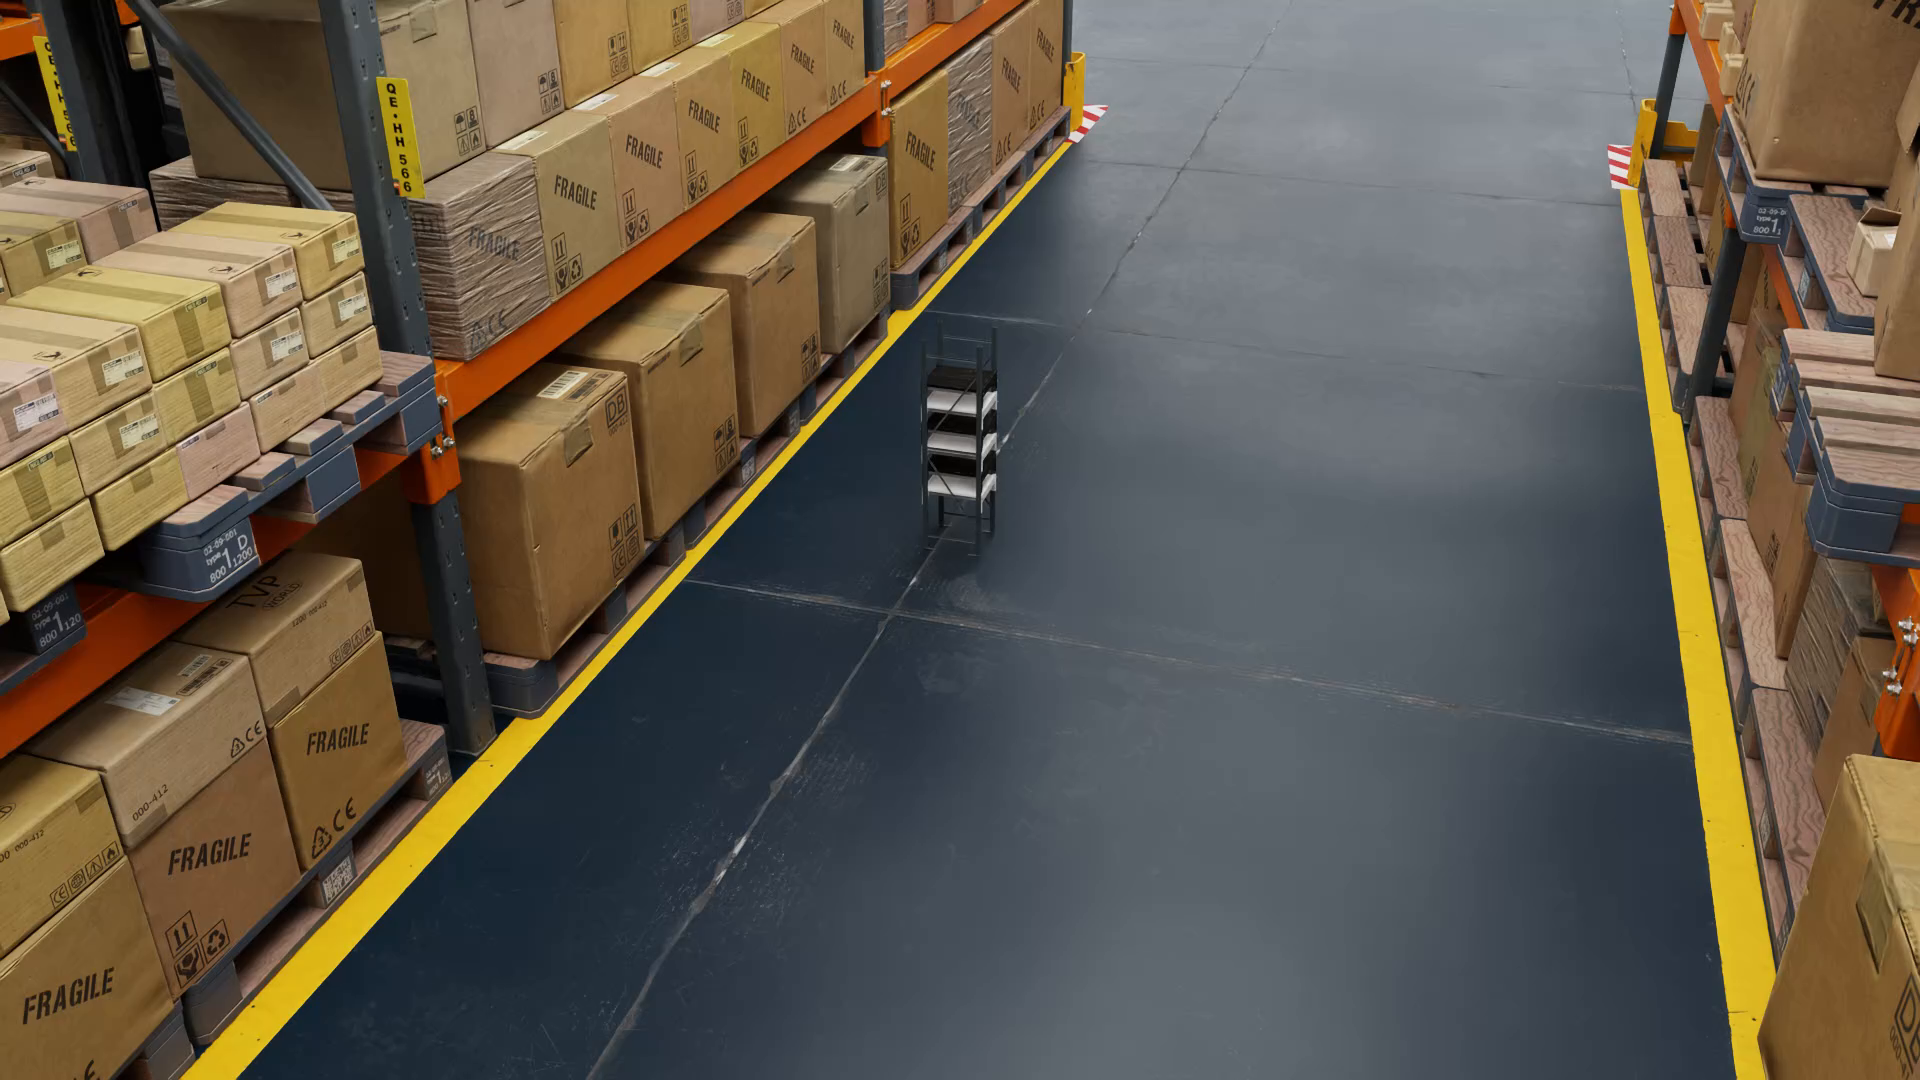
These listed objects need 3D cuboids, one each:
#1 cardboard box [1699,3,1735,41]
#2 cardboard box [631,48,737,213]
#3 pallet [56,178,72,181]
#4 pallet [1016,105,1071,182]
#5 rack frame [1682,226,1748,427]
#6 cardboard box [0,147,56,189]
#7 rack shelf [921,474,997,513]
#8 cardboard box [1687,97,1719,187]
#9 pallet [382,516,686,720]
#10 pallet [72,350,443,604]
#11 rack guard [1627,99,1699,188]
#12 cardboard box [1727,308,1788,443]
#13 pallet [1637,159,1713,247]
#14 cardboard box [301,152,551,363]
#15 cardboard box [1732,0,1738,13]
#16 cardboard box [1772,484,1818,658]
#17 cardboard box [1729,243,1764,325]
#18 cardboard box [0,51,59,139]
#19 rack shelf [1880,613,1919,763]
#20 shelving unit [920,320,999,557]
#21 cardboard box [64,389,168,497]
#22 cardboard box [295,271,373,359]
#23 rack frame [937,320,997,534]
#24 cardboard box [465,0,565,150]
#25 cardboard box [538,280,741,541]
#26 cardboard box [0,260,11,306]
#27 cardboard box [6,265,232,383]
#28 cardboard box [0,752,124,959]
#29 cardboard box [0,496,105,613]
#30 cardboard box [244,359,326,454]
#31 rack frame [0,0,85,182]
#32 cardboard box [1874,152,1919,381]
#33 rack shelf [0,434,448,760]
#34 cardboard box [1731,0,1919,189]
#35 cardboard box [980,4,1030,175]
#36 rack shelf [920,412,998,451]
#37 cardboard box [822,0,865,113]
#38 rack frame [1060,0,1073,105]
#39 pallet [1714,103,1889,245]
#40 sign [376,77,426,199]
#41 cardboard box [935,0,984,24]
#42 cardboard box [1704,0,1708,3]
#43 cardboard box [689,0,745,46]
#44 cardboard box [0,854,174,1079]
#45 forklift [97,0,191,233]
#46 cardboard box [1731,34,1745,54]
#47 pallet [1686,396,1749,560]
[{"bbox_3d":[4.174,-2.763,8.889,0.380,0.149,0.250,8,30,15],"label":"cardboard box"},{"bbox_3d":[-1.208,-1.607,6.450,0.500,0.500,0.500,8,30,14],"label":"cardboard box"},{"bbox_3d":[-5.465,-2.308,10.681,1.003,0.211,1.213,8,30,15],"label":"pallet"},{"bbox_3d":[0.147,-2.807,11.579,1.003,0.211,1.213,8,30,15],"label":"pallet"},{"bbox_3d":[3.845,-1.795,6.891,1.000,3.000,0.127,8,30,15],"label":"rack frame"},{"bbox_3d":[-5.780,-2.000,9.531,0.950,0.372,0.625,9,30,16],"label":"cardboard box"},{"bbox_3d":[-0.002,-0.203,6.628,0.258,0.077,0.200,8,30,15],"label":"rack shelf"},{"bbox_3d":[4.820,-2.457,10.221,0.500,0.500,0.500,14,32,24],"label":"cardboard box"},{"bbox_3d":[-1.738,0.172,6.224,1.003,0.211,1.213,8,30,15],"label":"pallet"},{"bbox_3d":[-2.148,-0.261,4.330,1.213,0.211,1.003,8,30,15],"label":"pallet"},{"bbox_3d":[4.997,-2.526,10.777,1.175,0.500,0.348,8,30,15],"label":"rack guard"},{"bbox_3d":[3.644,-0.613,6.885,0.700,0.500,0.500,6,30,11],"label":"cardboard box"},{"bbox_3d":[4.724,-2.028,10.178,1.003,0.211,1.213,8,30,15],"label":"pallet"},{"bbox_3d":[-1.651,-0.905,5.188,0.500,0.500,0.500,9,30,15],"label":"cardboard box"},{"bbox_3d":[4.453,-2.870,8.414,0.875,0.500,0.500,8,30,15],"label":"cardboard box"},{"bbox_3d":[3.159,0.126,5.557,0.700,0.500,0.500,11,31,19],"label":"cardboard box"},{"bbox_3d":[4.161,-1.334,8.201,0.500,0.500,0.500,19,34,30],"label":"cardboard box"},{"bbox_3d":[-5.711,-2.832,10.380,0.500,0.500,0.500,8,30,14],"label":"cardboard box"},{"bbox_3d":[2.084,1.308,2.054,1.077,0.370,4.000,8,30,15],"label":"rack shelf"},{"bbox_3d":[-0.002,-0.389,6.524,0.258,0.900,0.210,8,30,15],"label":"shelving unit"},{"bbox_3d":[-1.976,-0.237,3.611,0.380,0.149,0.250,9,30,15],"label":"cardboard box"},{"bbox_3d":[-1.751,-0.600,4.264,0.380,0.149,0.250,9,30,16],"label":"cardboard box"},{"bbox_3d":[0.027,-0.437,6.609,0.240,0.900,0.006,8,30,15],"label":"rack frame"},{"bbox_3d":[-1.753,-1.614,5.434,0.700,0.500,0.500,8,30,14],"label":"cardboard box"},{"bbox_3d":[-1.523,-0.568,6.568,1.050,0.750,0.750,9,30,16],"label":"cardboard box"},{"bbox_3d":[-2.514,-0.599,3.955,0.380,0.149,0.250,8,30,15],"label":"cardboard box"},{"bbox_3d":[-1.899,-0.493,3.766,0.380,0.149,0.250,9,30,16],"label":"cardboard box"},{"bbox_3d":[-2.293,0.716,3.746,0.500,0.250,0.500,9,30,16],"label":"cardboard box"},{"bbox_3d":[-2.050,0.006,3.481,0.380,0.149,0.250,7,30,13],"label":"cardboard box"},{"bbox_3d":[-1.821,-0.355,4.128,0.380,0.149,0.250,8,30,15],"label":"cardboard box"},{"bbox_3d":[-5.629,-3.209,9.433,1.000,3.000,0.127,8,30,15],"label":"rack frame"},{"bbox_3d":[2.859,-0.694,4.377,0.700,0.500,0.500,13,32,22],"label":"cardboard box"},{"bbox_3d":[-2.628,0.553,3.411,1.077,0.370,4.000,8,30,15],"label":"rack shelf"},{"bbox_3d":[3.478,-1.891,6.016,1.000,1.000,1.000,9,30,15],"label":"cardboard box"},{"bbox_3d":[-0.085,-2.930,10.685,0.875,0.875,0.875,8,30,14],"label":"cardboard box"},{"bbox_3d":[-0.002,-0.439,6.497,0.258,0.077,0.200,8,30,15],"label":"rack shelf"},{"bbox_3d":[-0.765,-2.313,7.719,0.500,0.500,0.500,8,30,15],"label":"cardboard box"},{"bbox_3d":[0.307,-4.409,11.590,1.000,3.000,0.127,8,30,15],"label":"rack frame"},{"bbox_3d":[3.482,-1.377,6.337,1.003,0.211,1.213,8,30,15],"label":"pallet"},{"bbox_3d":[-1.519,-1.089,4.513,0.100,0.325,0.005,8,30,15],"label":"sign"},{"bbox_3d":[-0.359,-3.281,9.409,0.875,0.550,0.550,8,30,15],"label":"cardboard box"},{"bbox_3d":[4.474,-3.099,9.494,0.380,0.149,0.250,8,30,15],"label":"cardboard box"},{"bbox_3d":[-1.305,-2.325,6.712,0.700,0.500,0.500,9,30,15],"label":"cardboard box"},{"bbox_3d":[-2.280,1.050,3.916,0.500,0.500,0.500,7,30,13],"label":"cardboard box"},{"bbox_3d":[-3.397,-2.094,7.500,3.031,2.935,1.130,21,35,33],"label":"forklift"},{"bbox_3d":[4.041,-2.401,8.239,0.380,0.149,0.250,8,30,15],"label":"cardboard box"},{"bbox_3d":[3.618,-0.214,6.918,1.003,0.211,1.213,8,30,15],"label":"pallet"}]
